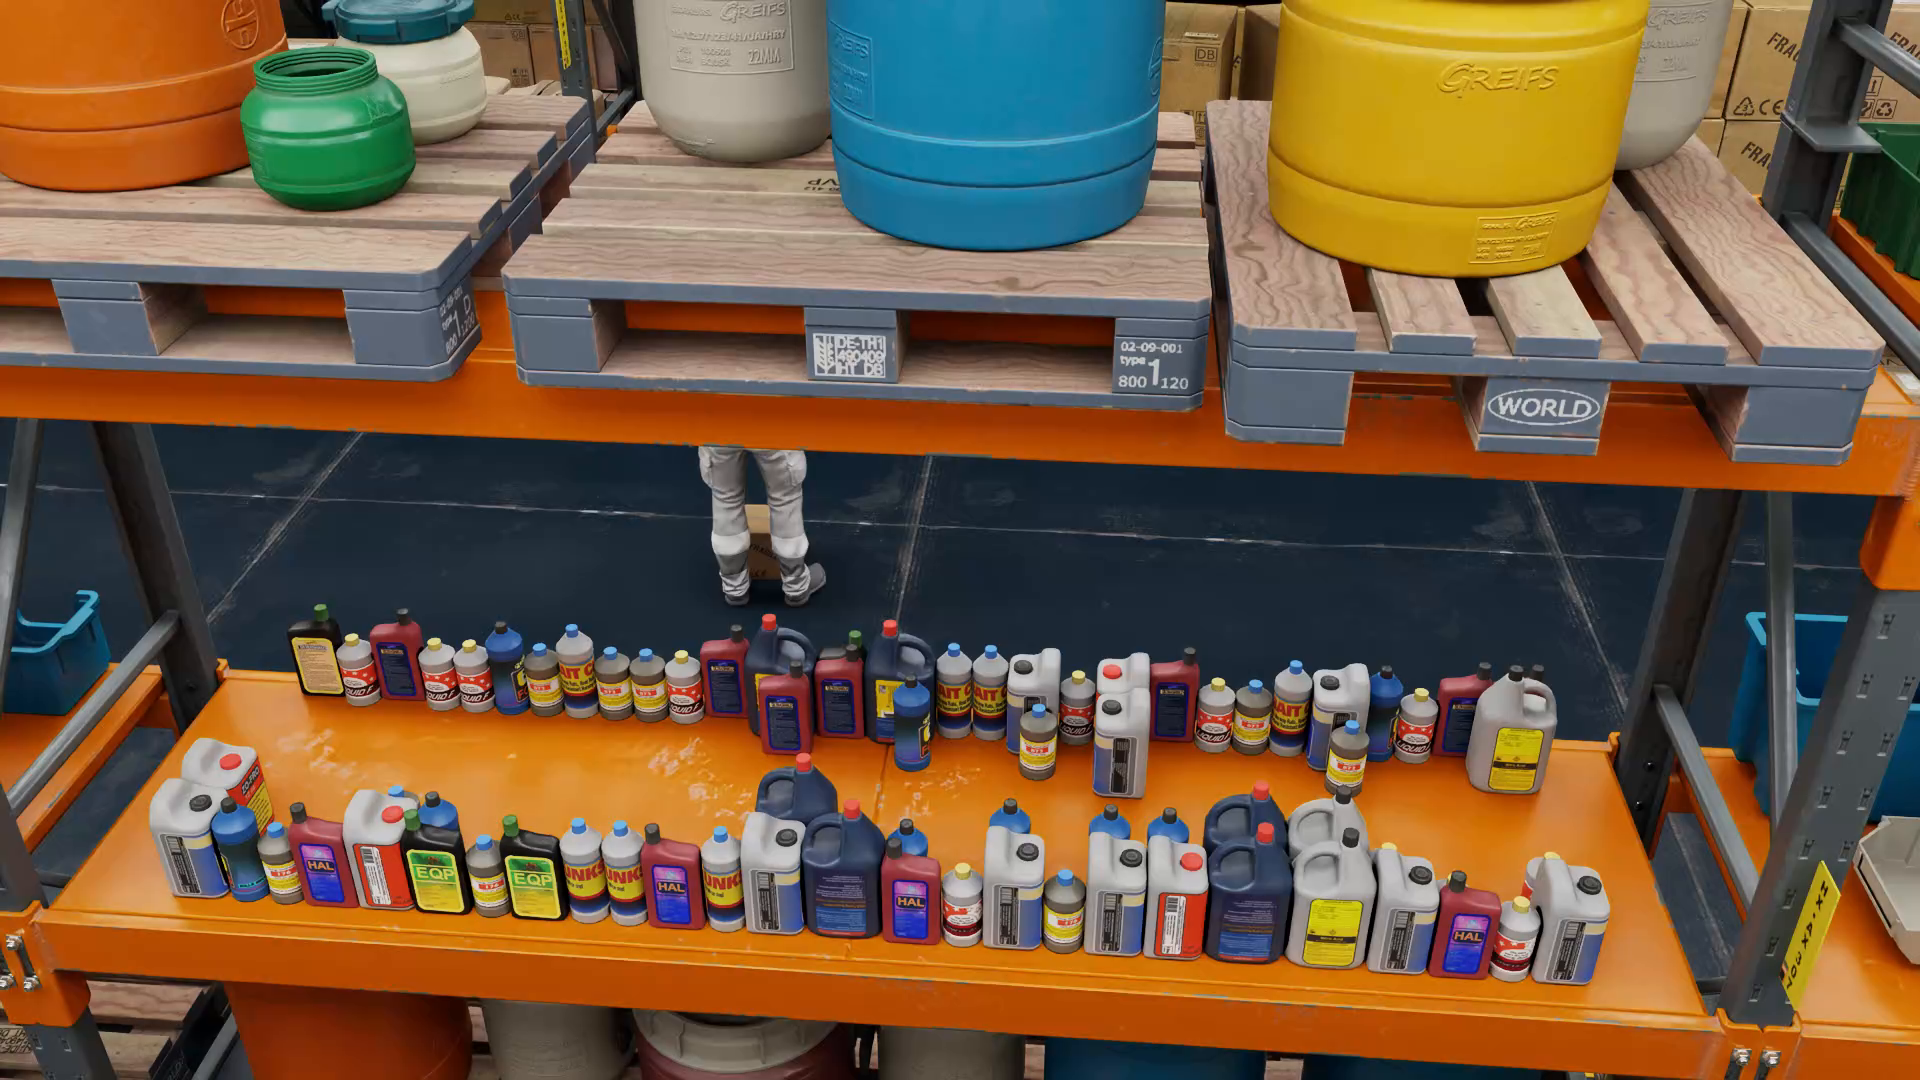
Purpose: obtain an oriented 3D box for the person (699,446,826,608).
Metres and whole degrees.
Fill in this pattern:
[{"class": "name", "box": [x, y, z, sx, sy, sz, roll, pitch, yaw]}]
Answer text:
[{"class": "person", "box": [-0.893, -0.523, 6.967, 0.613, 1.781, 0.445, 1, 32, 2]}]
